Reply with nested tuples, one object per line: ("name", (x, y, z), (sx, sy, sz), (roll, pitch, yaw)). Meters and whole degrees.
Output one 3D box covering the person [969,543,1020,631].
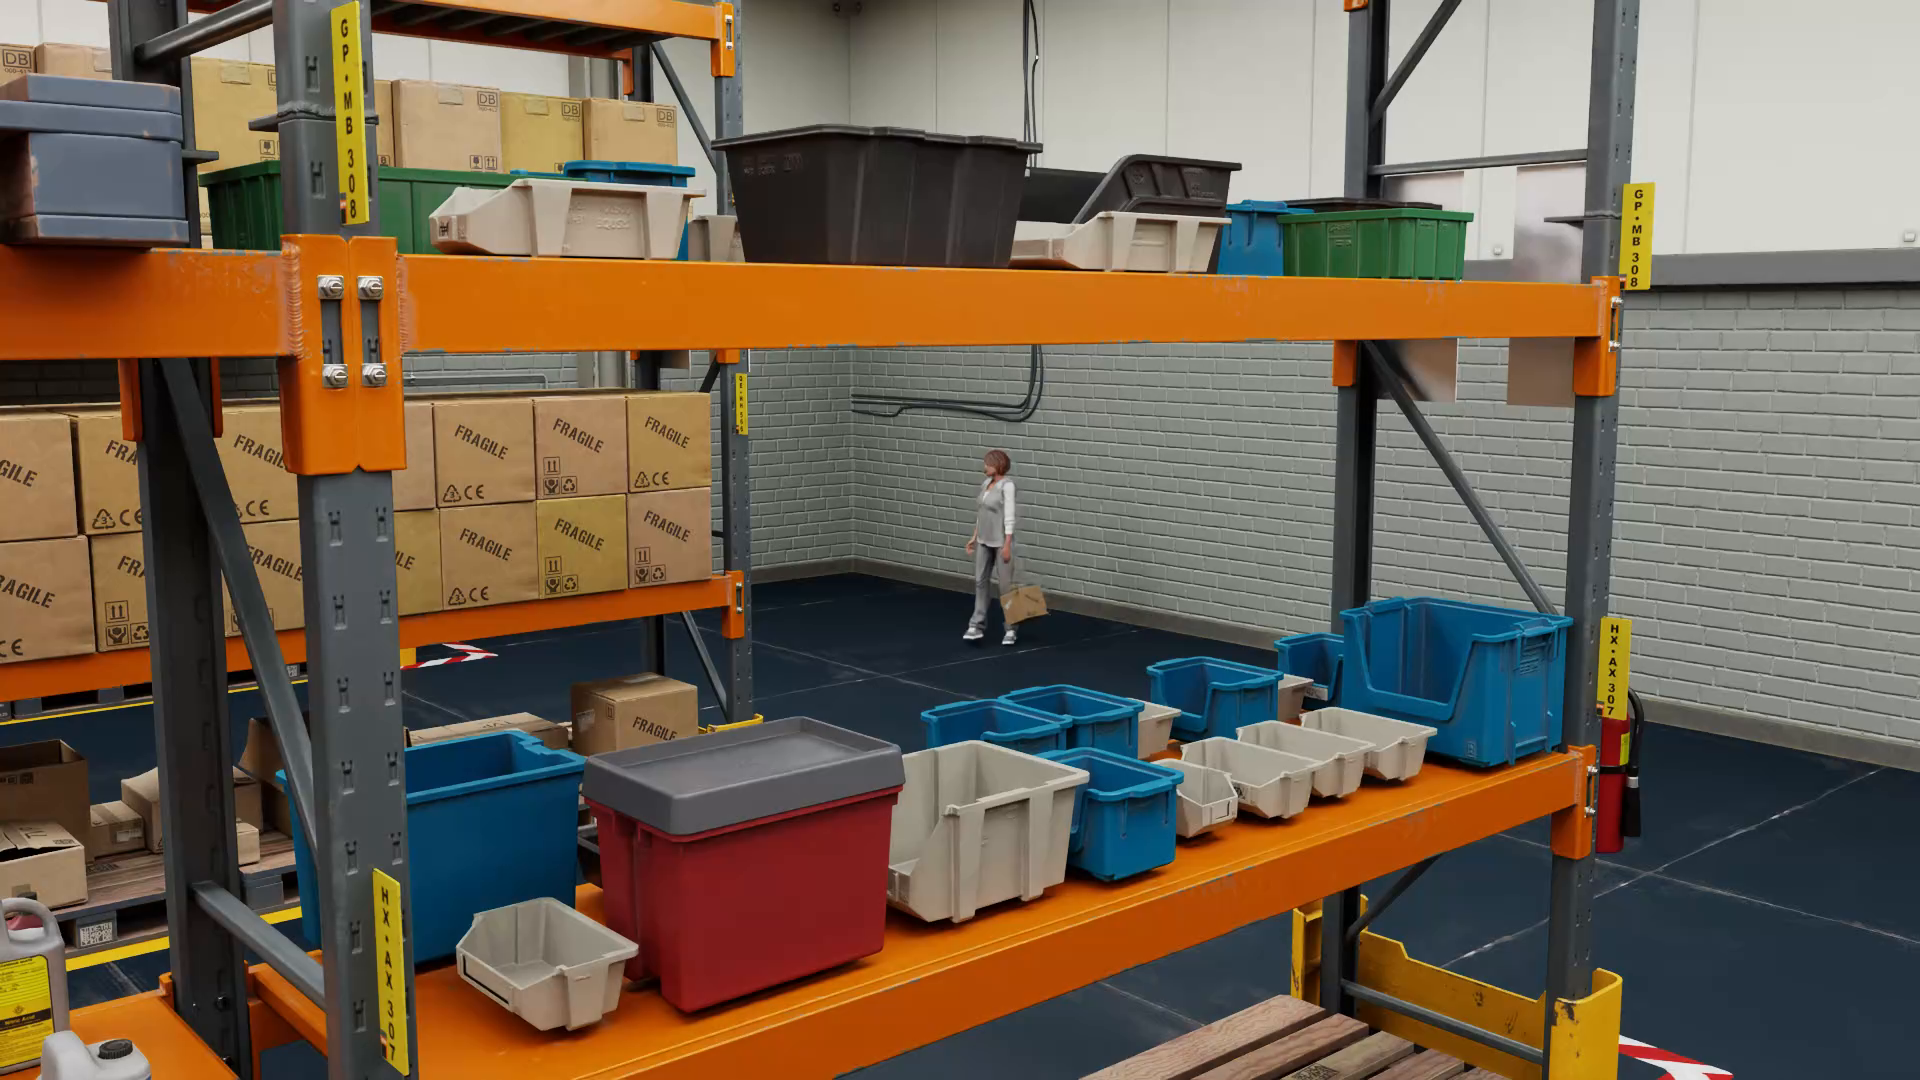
("person", (0.291, 0.349, 13.834), (0.351, 0.858, 0.354), (-6, 10, -38))
